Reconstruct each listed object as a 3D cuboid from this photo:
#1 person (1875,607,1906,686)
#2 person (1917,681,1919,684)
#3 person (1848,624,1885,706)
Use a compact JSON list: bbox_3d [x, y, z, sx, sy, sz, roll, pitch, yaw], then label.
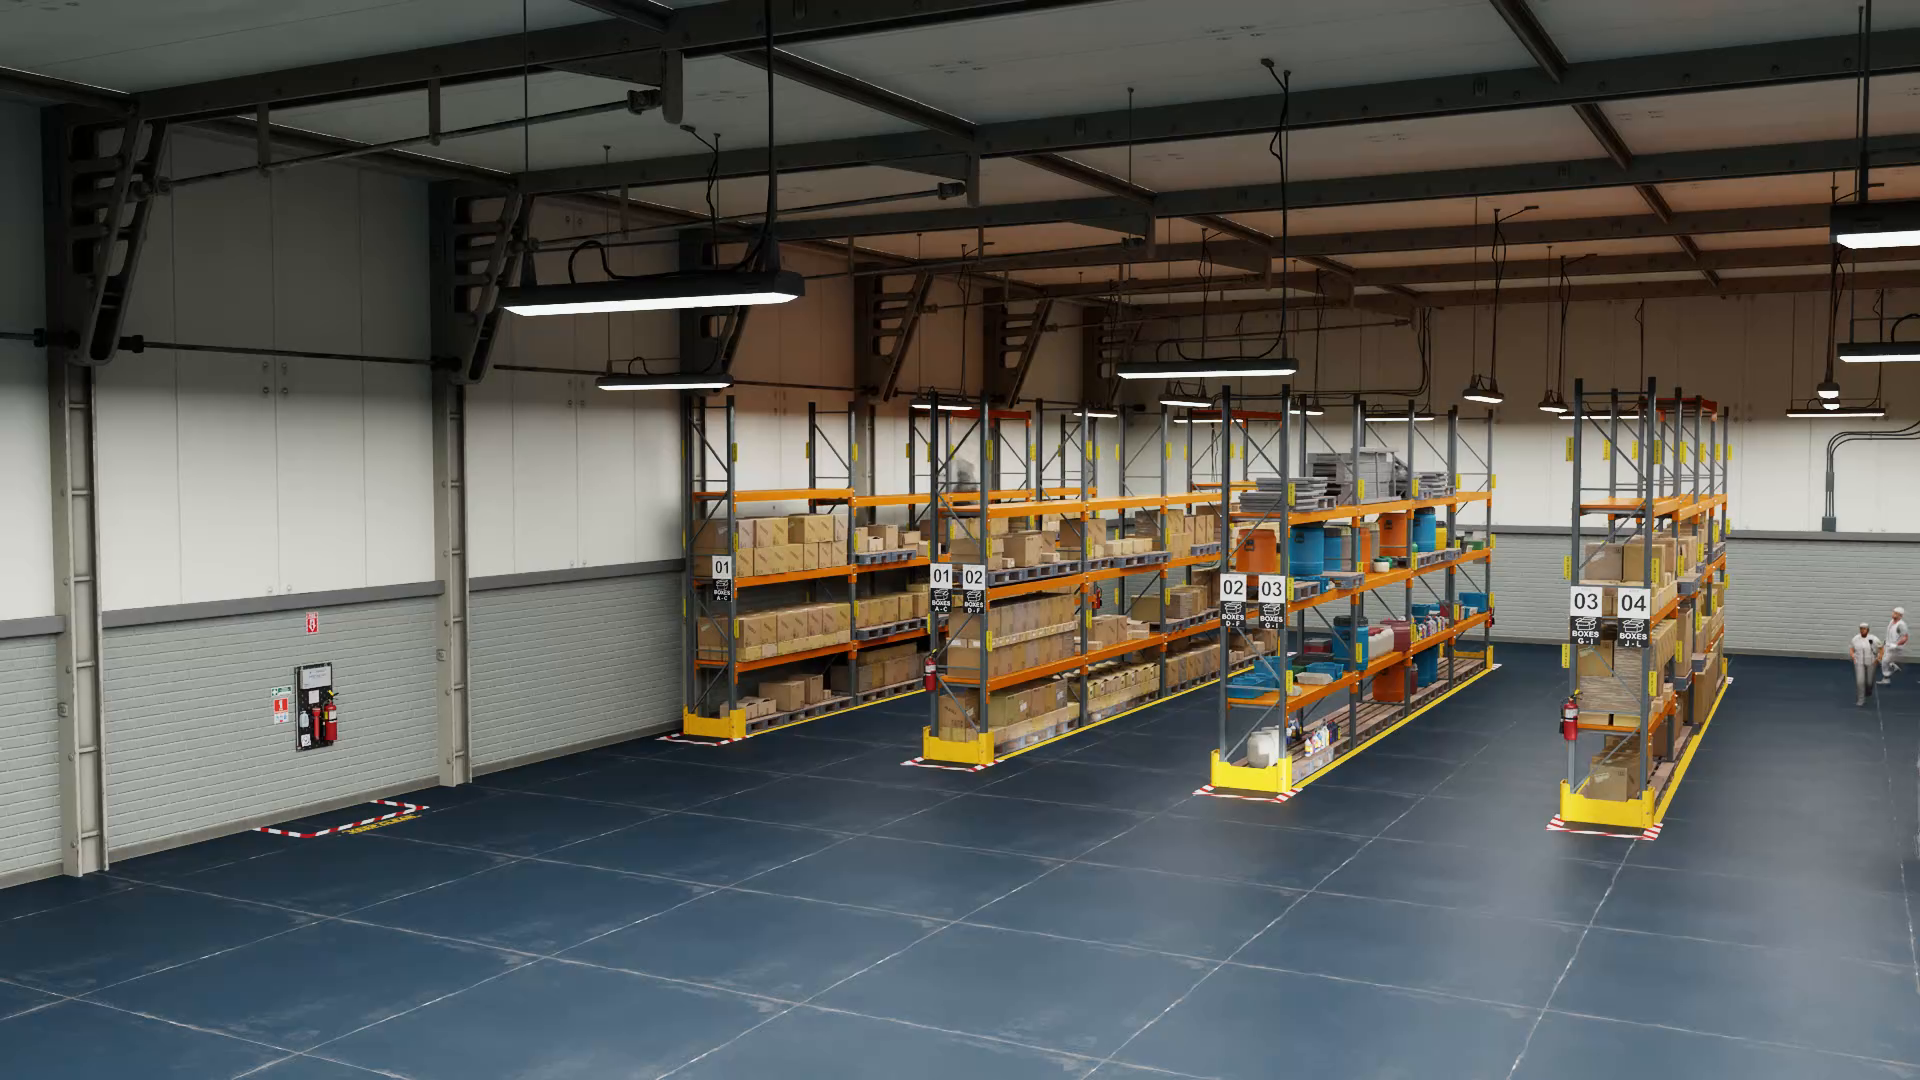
[{"bbox_3d":[19.862,2.281,35.499,0.542,1.709,0.712,0,3,-3],"label":"person"},{"bbox_3d":[20.828,2.280,35.387,0.685,1.717,0.742,1,3,20],"label":"person"},{"bbox_3d":[17.944,2.470,32.938,0.624,1.643,0.628,2,4,36],"label":"person"}]
